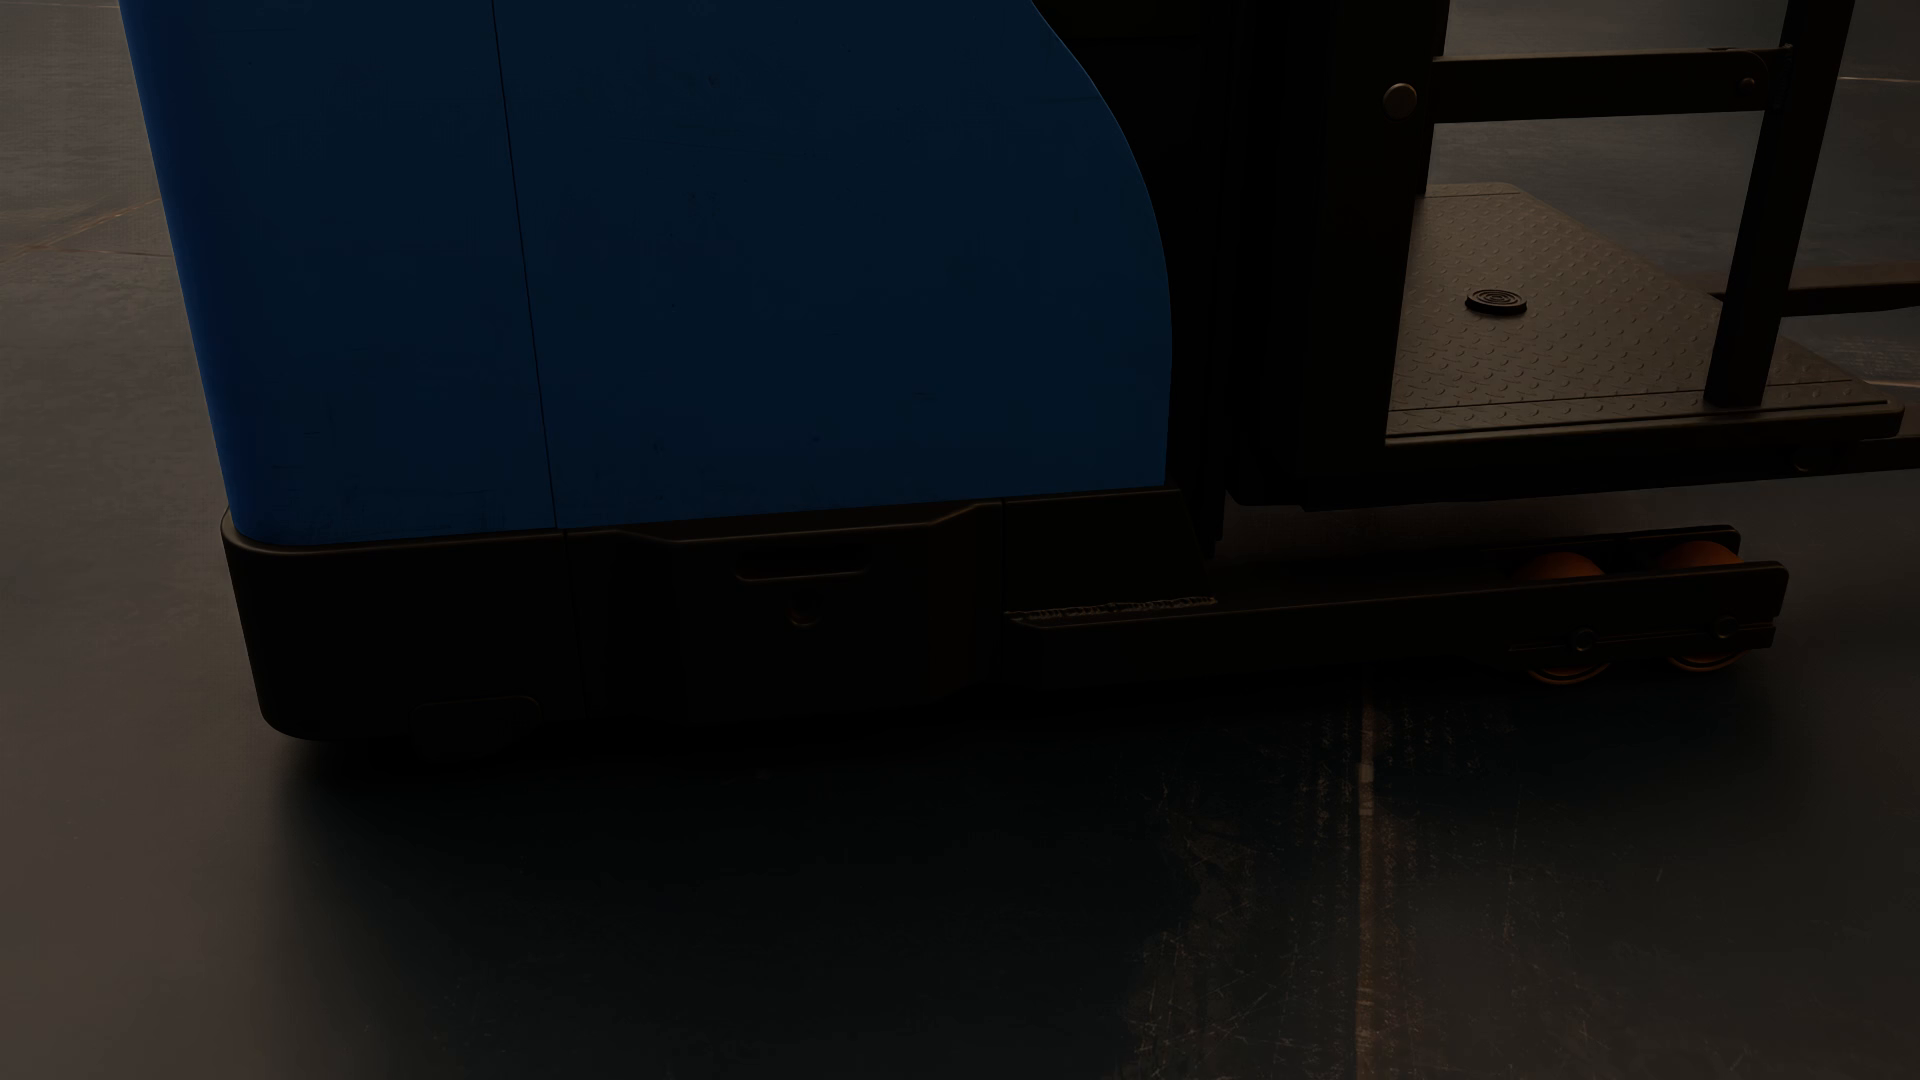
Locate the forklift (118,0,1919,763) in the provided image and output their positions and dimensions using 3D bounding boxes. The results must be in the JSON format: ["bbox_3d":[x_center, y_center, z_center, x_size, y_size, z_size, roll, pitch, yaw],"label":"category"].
[{"bbox_3d":[0.600,-1.354,1.930,3.031,2.935,1.130,-4,27,-9],"label":"forklift"}]
